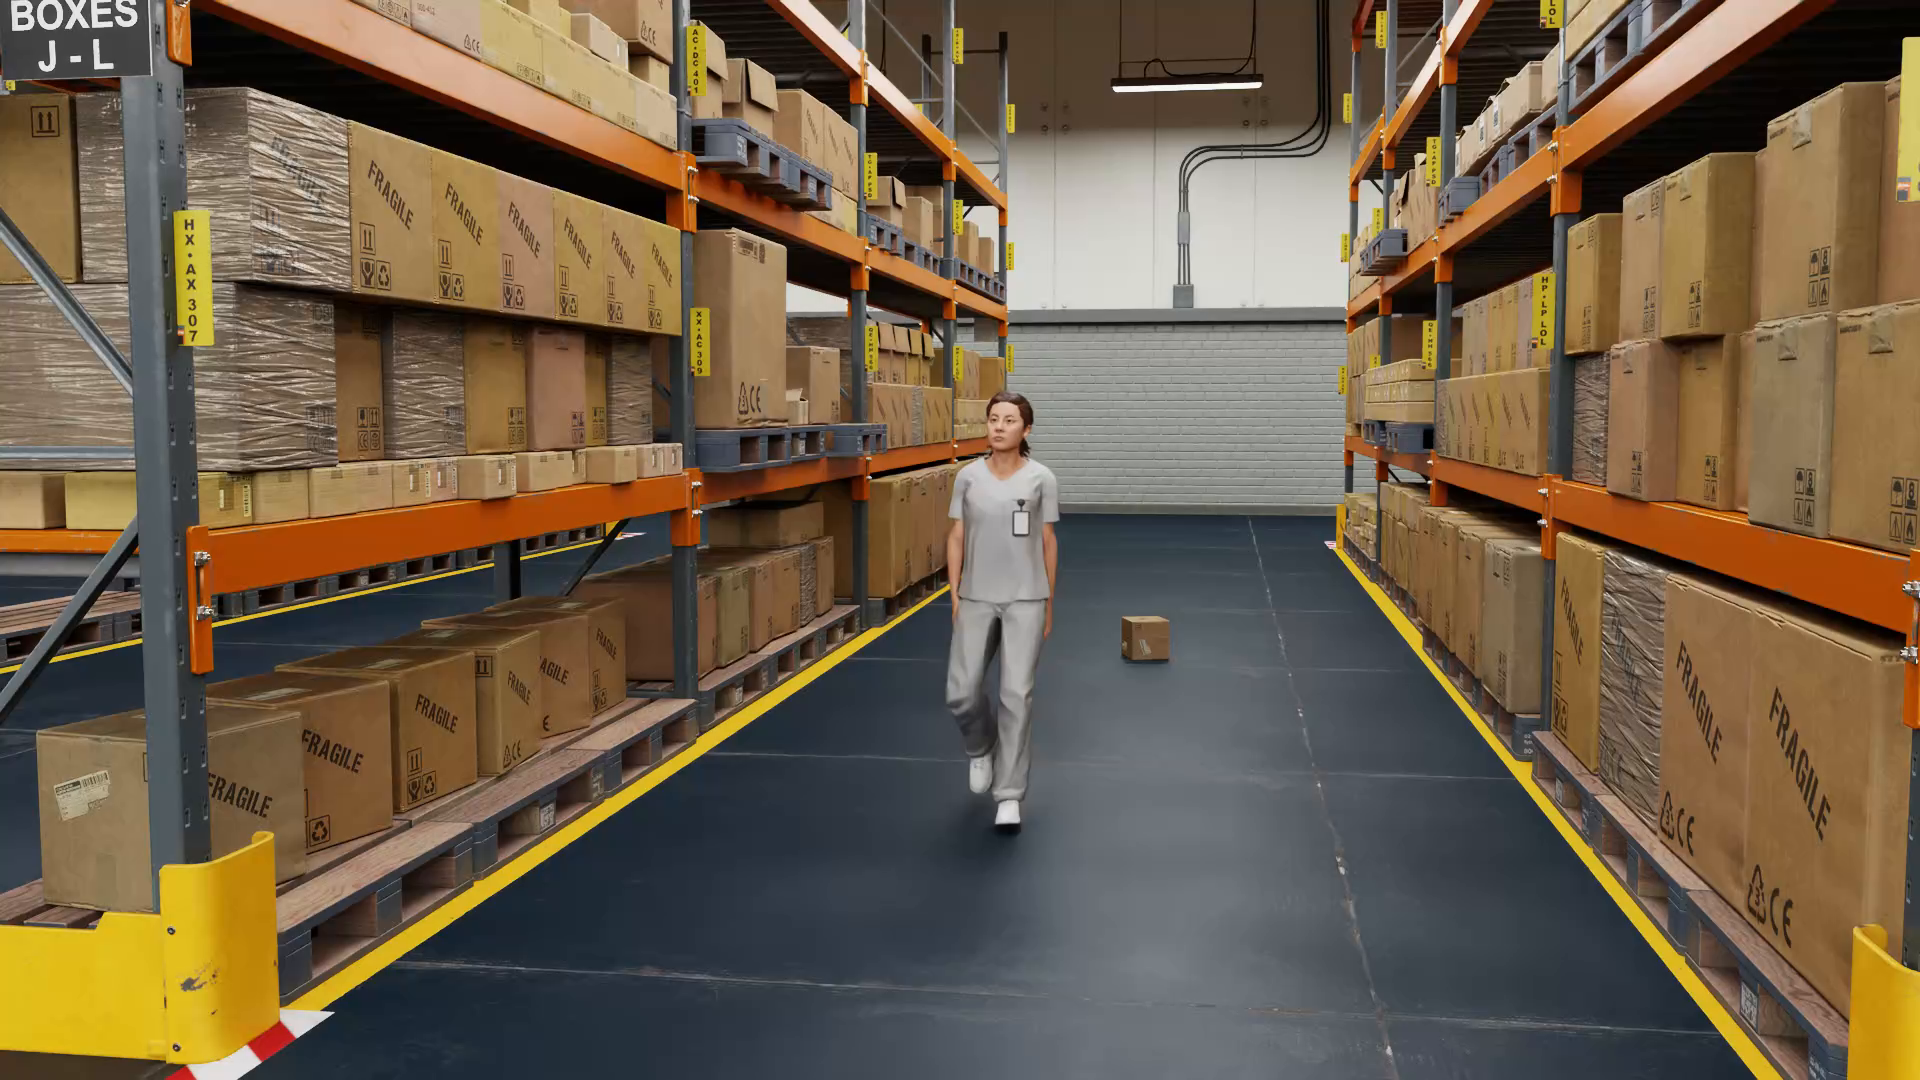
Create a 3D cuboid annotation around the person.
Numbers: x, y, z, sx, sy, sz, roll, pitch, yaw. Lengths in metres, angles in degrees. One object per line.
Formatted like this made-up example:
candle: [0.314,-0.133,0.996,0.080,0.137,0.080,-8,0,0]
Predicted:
person: [0.169,0.257,6.534,0.442,1.643,0.572,1,5,8]
